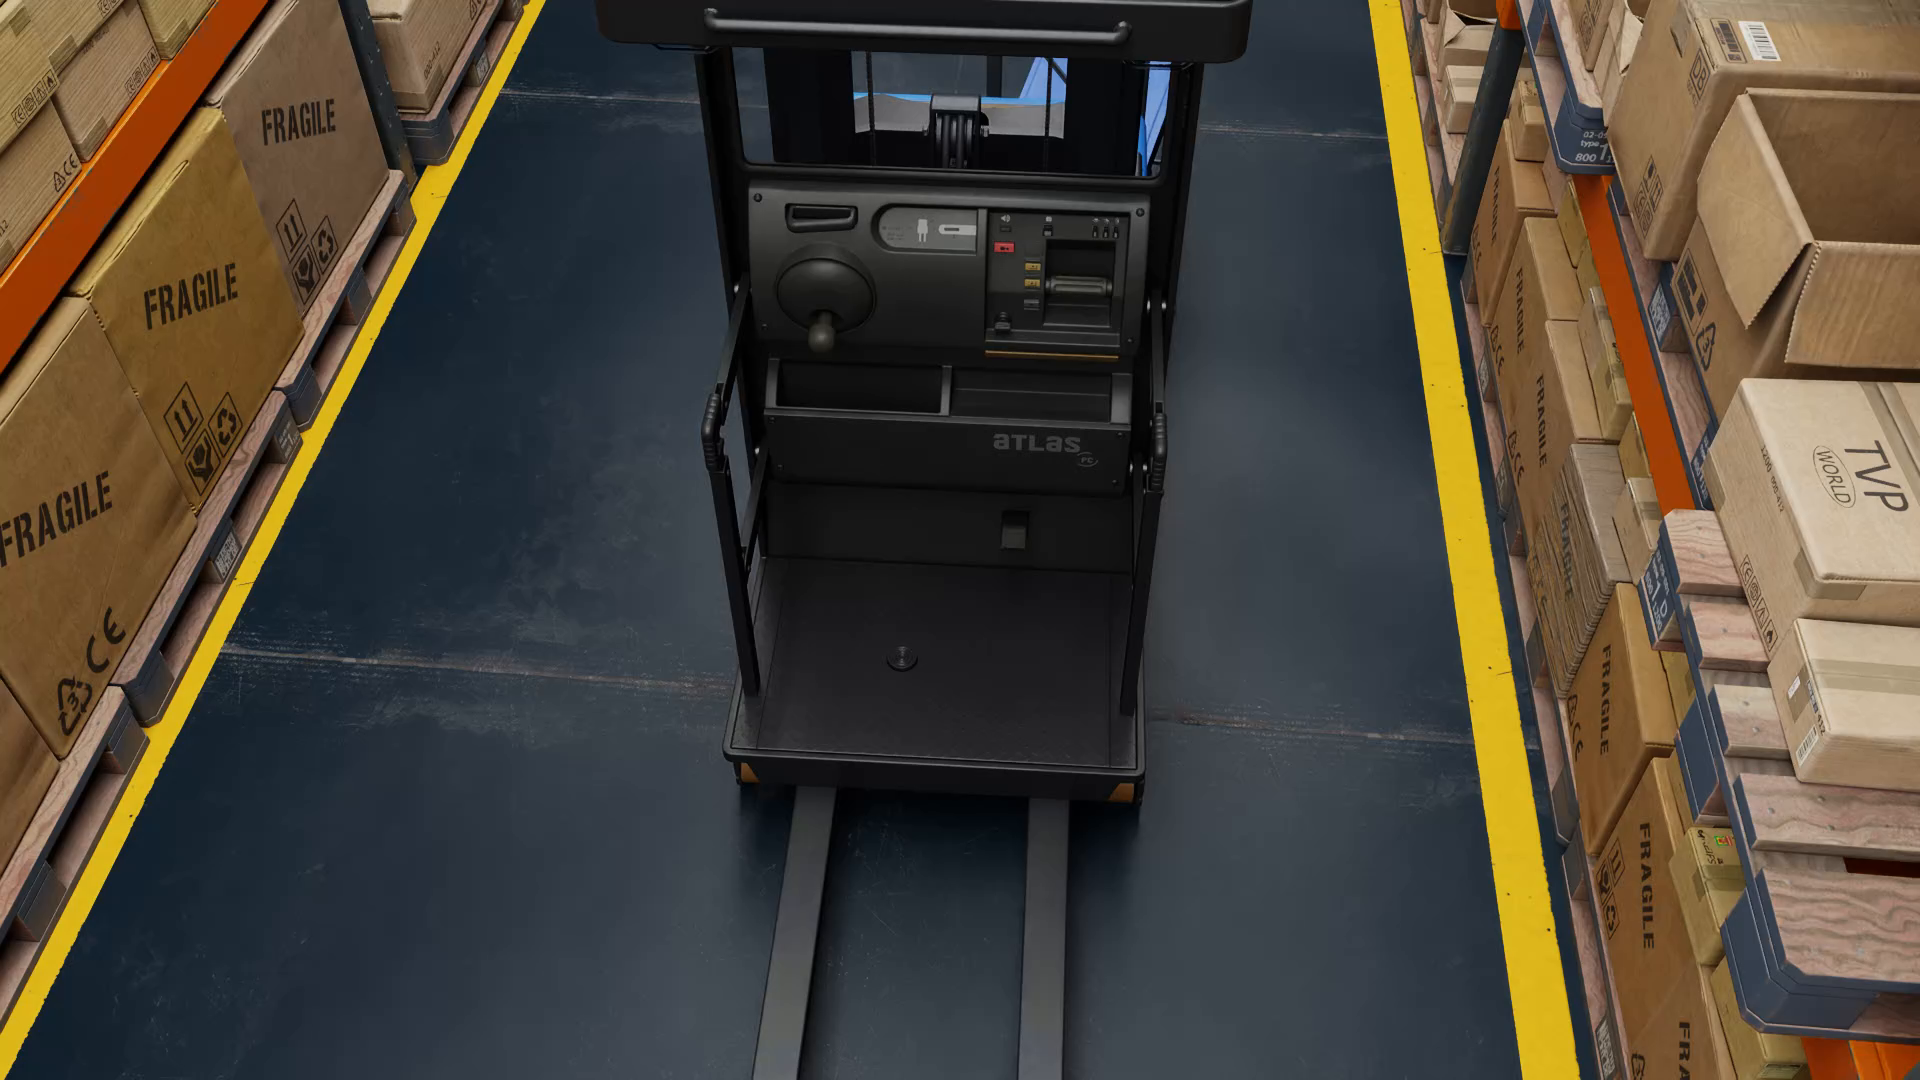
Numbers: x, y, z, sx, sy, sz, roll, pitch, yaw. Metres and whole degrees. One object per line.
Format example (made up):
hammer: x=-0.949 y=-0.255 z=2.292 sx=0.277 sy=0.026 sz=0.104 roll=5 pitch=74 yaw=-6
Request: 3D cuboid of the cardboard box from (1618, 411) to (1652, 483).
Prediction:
cardboard box: x=1.960 y=-0.193 z=4.364 sx=0.380 sy=0.149 sz=0.250 roll=4 pitch=48 yaw=4

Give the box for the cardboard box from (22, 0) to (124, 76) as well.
cardboard box: x=-2.511 y=-1.446 z=4.303 sx=0.500 sy=0.250 sz=0.500 roll=5 pitch=48 yaw=4

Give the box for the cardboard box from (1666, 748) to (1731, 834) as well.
cardboard box: x=1.800 y=0.563 z=3.672 sx=0.380 sy=0.149 sz=0.250 roll=2 pitch=48 yaw=2

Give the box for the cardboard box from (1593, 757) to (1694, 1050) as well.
cardboard box: x=1.825 y=0.863 z=3.837 sx=0.500 sy=0.500 sz=0.500 roll=3 pitch=48 yaw=3

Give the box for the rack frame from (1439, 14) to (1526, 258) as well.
rack frame: x=2.310 y=-2.086 z=5.125 sx=1.000 sy=3.000 sz=0.127 roll=4 pitch=48 yaw=4

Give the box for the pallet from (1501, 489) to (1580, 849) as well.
pallet: x=2.164 y=0.354 z=4.783 sx=1.003 sy=0.211 sz=1.213 roll=4 pitch=48 yaw=4

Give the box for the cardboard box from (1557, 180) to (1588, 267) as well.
cardboard box: x=2.052 y=-0.959 z=5.064 sx=0.380 sy=0.149 sz=0.250 roll=2 pitch=48 yaw=2

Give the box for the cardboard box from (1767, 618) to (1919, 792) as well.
cardboard box: x=1.623 y=0.288 z=2.839 sx=0.380 sy=0.149 sz=0.250 roll=5 pitch=48 yaw=4

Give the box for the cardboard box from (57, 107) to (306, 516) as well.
cardboard box: x=-2.685 y=-0.716 z=5.028 sx=0.875 sy=0.875 sz=0.875 roll=5 pitch=48 yaw=5

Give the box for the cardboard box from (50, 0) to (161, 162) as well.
cardboard box: x=-2.536 y=-1.276 z=4.486 sx=0.500 sy=0.250 sz=0.500 roll=3 pitch=48 yaw=2

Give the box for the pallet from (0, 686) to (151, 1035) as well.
pallet: x=-2.851 y=0.889 z=4.294 sx=1.003 sy=0.211 sz=1.213 roll=4 pitch=48 yaw=4

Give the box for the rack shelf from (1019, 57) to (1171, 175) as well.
rack shelf: x=0.453 y=-1.453 z=5.807 sx=0.538 sy=0.185 sz=1.000 roll=11 pitch=48 yaw=9

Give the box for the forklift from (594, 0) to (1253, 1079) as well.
forklift: x=-0.040 y=-0.525 z=3.744 sx=1.130 sy=2.935 sz=3.031 roll=3 pitch=48 yaw=2

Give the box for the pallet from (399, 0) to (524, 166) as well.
pallet: x=-2.487 y=-2.029 z=6.963 sx=1.003 sy=0.211 sz=1.213 roll=4 pitch=48 yaw=4

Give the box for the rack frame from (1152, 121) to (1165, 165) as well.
rack frame: x=0.577 y=-1.938 z=6.007 sx=0.500 sy=1.500 sz=0.032 roll=11 pitch=48 yaw=9

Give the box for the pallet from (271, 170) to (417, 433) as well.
pallet: x=-2.629 y=-0.904 z=5.934 sx=1.003 sy=0.211 sz=1.213 roll=4 pitch=48 yaw=4

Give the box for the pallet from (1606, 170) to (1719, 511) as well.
pallet: x=2.118 y=-0.511 z=3.815 sx=1.003 sy=0.211 sz=1.213 roll=4 pitch=48 yaw=4

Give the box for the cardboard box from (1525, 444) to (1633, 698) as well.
cardboard box: x=1.899 y=0.095 z=4.539 sx=0.500 sy=0.500 sz=0.500 roll=2 pitch=48 yaw=2

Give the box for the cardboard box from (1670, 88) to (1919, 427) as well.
cardboard box: x=1.910 y=-0.535 z=3.352 sx=0.797 sy=0.503 sz=0.637 roll=3 pitch=48 yaw=3

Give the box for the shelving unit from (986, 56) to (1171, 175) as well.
shelving unit: x=0.453 y=-1.575 z=5.674 sx=0.538 sy=1.500 sz=1.048 roll=11 pitch=48 yaw=9

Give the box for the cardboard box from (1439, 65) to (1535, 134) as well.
cardboard box: x=2.068 y=-1.695 z=6.415 sx=0.380 sy=0.149 sz=0.250 roll=3 pitch=48 yaw=2

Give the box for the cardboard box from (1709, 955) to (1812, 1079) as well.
cardboard box: x=1.738 y=0.956 z=3.312 sx=0.380 sy=0.149 sz=0.250 roll=2 pitch=48 yaw=2

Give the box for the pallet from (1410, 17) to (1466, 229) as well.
pallet: x=2.373 y=-1.649 z=6.616 sx=1.003 sy=0.211 sz=1.213 roll=4 pitch=48 yaw=4

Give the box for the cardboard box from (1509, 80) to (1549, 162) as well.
cardboard box: x=2.012 y=-1.357 z=5.428 sx=0.380 sy=0.149 sz=0.250 roll=6 pitch=48 yaw=5

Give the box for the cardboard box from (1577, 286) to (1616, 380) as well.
cardboard box: x=1.980 y=-0.576 z=4.714 sx=0.380 sy=0.149 sz=0.250 roll=4 pitch=48 yaw=3

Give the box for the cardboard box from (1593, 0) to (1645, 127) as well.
cardboard box: x=1.801 y=-1.187 z=4.110 sx=0.396 sy=0.266 sz=0.258 roll=6 pitch=48 yaw=5

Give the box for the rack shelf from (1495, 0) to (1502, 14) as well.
rack shelf: x=2.492 y=-3.313 z=6.735 sx=1.077 sy=0.370 sz=4.000 roll=4 pitch=48 yaw=4

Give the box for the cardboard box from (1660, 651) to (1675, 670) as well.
cardboard box: x=1.891 y=0.189 z=4.014 sx=0.380 sy=0.149 sz=0.250 roll=3 pitch=48 yaw=3

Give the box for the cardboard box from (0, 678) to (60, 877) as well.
cardboard box: x=-2.853 y=0.596 z=3.828 sx=0.875 sy=0.875 sz=0.875 roll=3 pitch=48 yaw=3

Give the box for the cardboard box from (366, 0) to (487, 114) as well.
cardboard box: x=-2.470 y=-2.148 z=6.634 sx=0.875 sy=0.438 sz=0.875 roll=3 pitch=48 yaw=3

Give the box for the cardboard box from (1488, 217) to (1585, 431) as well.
cardboard box: x=2.003 y=-0.652 z=5.223 sx=0.500 sy=0.500 sz=0.500 roll=3 pitch=48 yaw=3

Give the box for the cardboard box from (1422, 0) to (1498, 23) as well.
cardboard box: x=2.313 y=-2.492 z=6.906 sx=0.700 sy=0.500 sz=0.500 roll=2 pitch=48 yaw=2
